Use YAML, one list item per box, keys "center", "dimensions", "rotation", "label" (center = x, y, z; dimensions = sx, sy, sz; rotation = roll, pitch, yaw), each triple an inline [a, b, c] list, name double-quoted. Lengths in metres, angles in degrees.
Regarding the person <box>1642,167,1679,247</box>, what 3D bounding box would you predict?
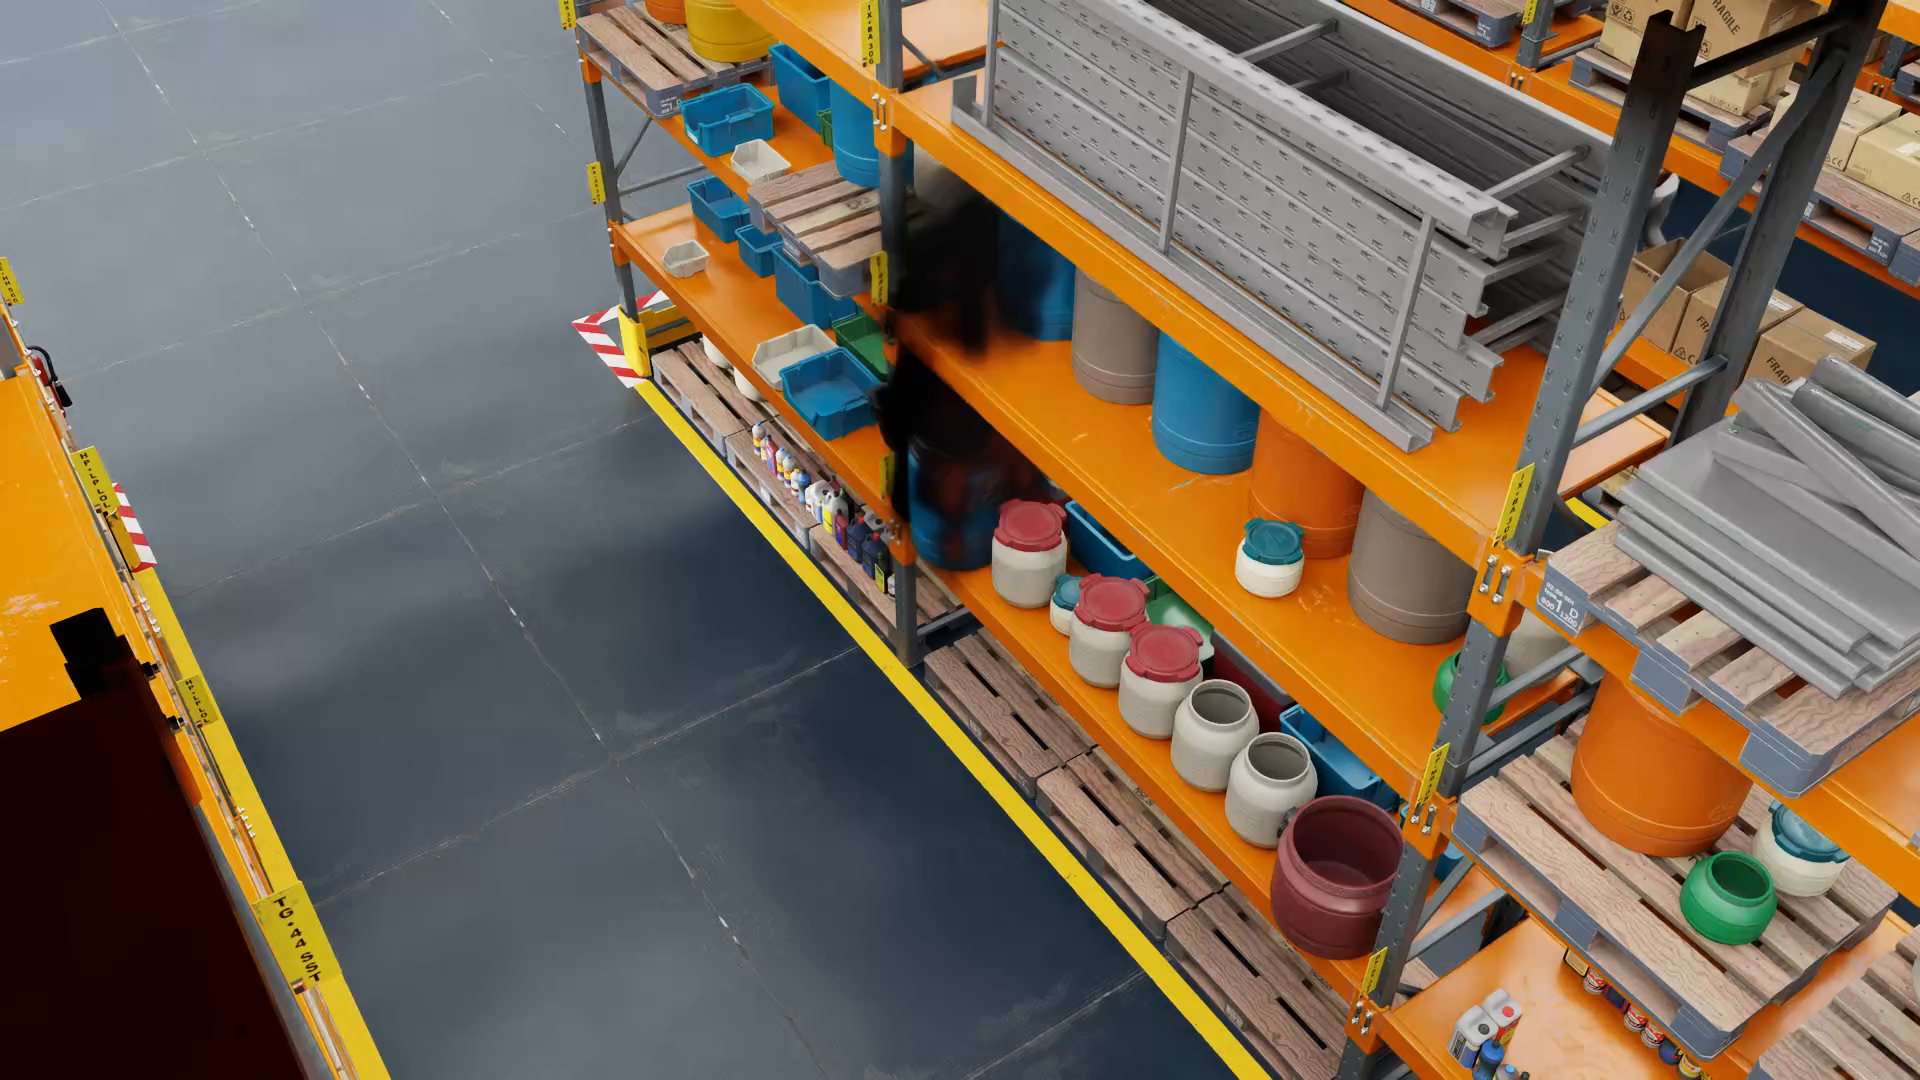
- center: [5.646, -2.835, 13.618]
  dimensions: [0.584, 1.750, 0.718]
  rotation: [-28, 50, -27]
  label: "person"
